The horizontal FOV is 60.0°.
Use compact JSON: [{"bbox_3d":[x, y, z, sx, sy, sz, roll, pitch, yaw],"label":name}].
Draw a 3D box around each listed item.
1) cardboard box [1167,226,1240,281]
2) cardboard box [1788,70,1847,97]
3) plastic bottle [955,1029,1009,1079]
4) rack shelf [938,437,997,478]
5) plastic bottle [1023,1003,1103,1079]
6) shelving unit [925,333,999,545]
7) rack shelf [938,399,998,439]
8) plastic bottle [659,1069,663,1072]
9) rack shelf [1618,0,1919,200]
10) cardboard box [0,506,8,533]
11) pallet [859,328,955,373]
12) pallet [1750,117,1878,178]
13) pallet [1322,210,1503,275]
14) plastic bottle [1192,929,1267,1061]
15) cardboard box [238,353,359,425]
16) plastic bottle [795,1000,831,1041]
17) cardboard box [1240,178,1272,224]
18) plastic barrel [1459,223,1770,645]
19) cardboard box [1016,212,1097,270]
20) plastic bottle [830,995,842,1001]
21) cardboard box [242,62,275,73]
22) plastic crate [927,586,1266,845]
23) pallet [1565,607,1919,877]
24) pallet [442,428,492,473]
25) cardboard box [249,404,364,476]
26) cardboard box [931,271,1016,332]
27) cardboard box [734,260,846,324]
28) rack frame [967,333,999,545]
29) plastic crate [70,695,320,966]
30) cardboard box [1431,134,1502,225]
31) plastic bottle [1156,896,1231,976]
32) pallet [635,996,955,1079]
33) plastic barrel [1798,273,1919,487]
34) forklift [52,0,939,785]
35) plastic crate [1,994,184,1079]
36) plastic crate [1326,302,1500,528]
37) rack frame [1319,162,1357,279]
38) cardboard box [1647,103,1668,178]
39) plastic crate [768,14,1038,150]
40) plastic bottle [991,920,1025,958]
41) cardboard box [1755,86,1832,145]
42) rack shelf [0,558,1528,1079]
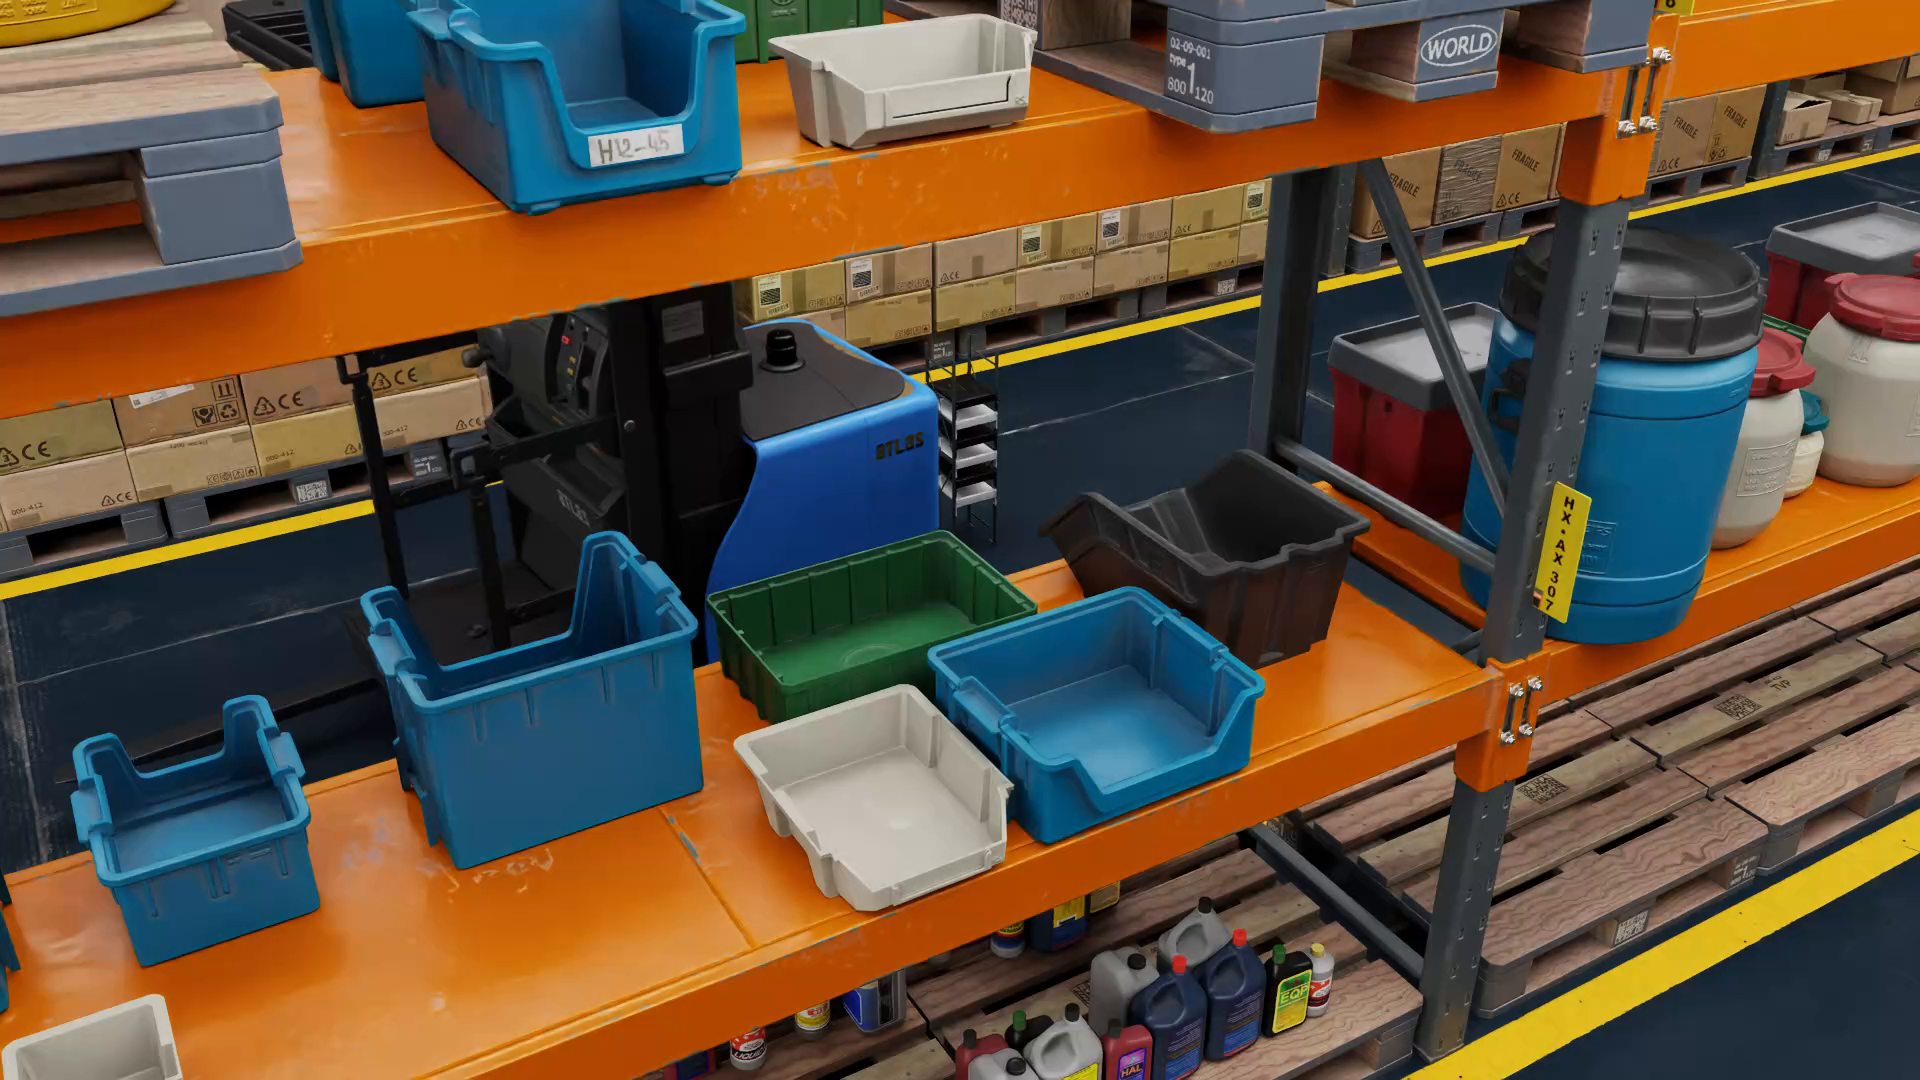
[{"bbox_3d":[1.275,-1.746,9.720,0.500,0.250,0.500,-16,33,-27],"label":"cardboard box"},{"bbox_3d":[6.490,-3.560,12.923,0.500,0.311,0.500,-16,33,-26],"label":"cardboard box"},{"bbox_3d":[0.055,1.314,4.121,0.133,0.283,0.061,-16,33,-26],"label":"plastic bottle"},{"bbox_3d":[0.007,-0.367,7.052,0.200,0.077,0.258,-16,33,-26],"label":"rack shelf"},{"bbox_3d":[0.252,1.291,4.093,0.185,0.351,0.144,-16,33,-27],"label":"plastic bottle"},{"bbox_3d":[0.007,-0.396,7.036,0.210,0.900,0.258,-16,33,-26],"label":"shelving unit"},{"bbox_3d":[0.007,-0.524,6.965,0.200,0.077,0.258,-16,33,-26],"label":"rack shelf"},{"bbox_3d":[-0.751,1.216,4.305,0.135,0.276,0.152,-16,33,-26],"label":"plastic bottle"},{"bbox_3d":[2.830,-1.568,4.627,4.000,0.370,1.077,-16,33,-26],"label":"rack shelf"},{"bbox_3d":[-4.275,-0.184,6.890,0.500,0.250,0.500,-16,33,-26],"label":"cardboard box"},{"bbox_3d":[-0.786,-1.121,9.062,1.213,0.211,1.003,-16,33,-26],"label":"pallet"},{"bbox_3d":[6.089,-3.050,12.558,1.213,0.211,1.003,-16,33,-26],"label":"pallet"},{"bbox_3d":[2.711,-2.070,10.782,1.213,0.211,1.003,-16,33,-26],"label":"pallet"},{"bbox_3d":[0.696,1.165,4.322,0.185,0.351,0.144,-17,33,-28],"label":"plastic bottle"},{"bbox_3d":[-2.980,-0.879,7.373,0.500,0.500,0.500,-16,33,-26],"label":"cardboard box"},{"bbox_3d":[-0.392,1.212,4.390,0.097,0.201,0.097,0,29,0],"label":"plastic bottle"},{"bbox_3d":[1.721,-2.119,9.815,0.500,0.311,0.500,-15,32,-25],"label":"cardboard box"},{"bbox_3d":[1.592,-0.268,4.113,0.708,0.901,0.600,-16,33,-26],"label":"plastic barrel"},{"bbox_3d":[0.406,-1.745,9.137,0.500,0.311,0.500,-15,32,-25],"label":"cardboard box"},{"bbox_3d":[-0.330,1.062,4.508,0.185,0.351,0.144,-16,33,-27],"label":"plastic bottle"},{"bbox_3d":[-2.850,-1.940,6.886,0.250,0.149,0.380,-15,32,-25],"label":"cardboard box"},{"bbox_3d":[0.289,0.369,3.631,0.616,0.251,0.499,-16,33,-26],"label":"plastic crate"},{"bbox_3d":[2.816,0.632,5.887,1.213,0.211,1.003,-16,33,-26],"label":"pallet"},{"bbox_3d":[-2.108,-0.747,8.384,1.213,0.211,1.003,-16,33,-26],"label":"pallet"},{"bbox_3d":[-2.981,-0.551,7.555,0.500,0.250,0.500,-16,33,-26],"label":"cardboard box"},{"bbox_3d":[-0.041,-1.373,9.044,0.500,0.250,0.500,-17,33,-28],"label":"cardboard box"},{"bbox_3d":[-0.919,-1.368,8.455,0.500,0.311,0.500,-16,33,-26],"label":"cardboard box"},{"bbox_3d":[0.095,-0.421,7.081,0.006,0.900,0.240,-16,33,-26],"label":"rack frame"},{"bbox_3d":[-1.501,0.560,3.284,0.408,0.251,0.499,-16,33,-26],"label":"plastic crate"},{"bbox_3d":[3.033,-2.345,10.526,0.500,0.500,0.500,-17,33,-28],"label":"cardboard box"},{"bbox_3d":[0.623,1.104,4.430,0.185,0.351,0.144,-16,33,-26],"label":"plastic bottle"},{"bbox_3d":[-0.548,1.588,4.154,1.213,0.211,1.003,-16,33,-26],"label":"pallet"},{"bbox_3d":[2.674,-0.462,4.843,0.433,0.535,0.433,0,29,0],"label":"plastic barrel"},{"bbox_3d":[-1.545,-0.638,5.373,3.031,2.935,1.130,-20,35,-32],"label":"forklift"},{"bbox_3d":[-1.409,0.929,2.735,0.250,0.136,0.298,-16,33,-26],"label":"plastic crate"},{"bbox_3d":[1.368,-0.354,4.721,0.583,0.464,0.402,-16,33,-26],"label":"plastic crate"},{"bbox_3d":[2.048,-3.124,9.806,0.127,3.000,1.000,-16,33,-26],"label":"rack frame"},{"bbox_3d":[4.353,-2.721,11.208,0.500,0.500,0.500,-15,32,-26],"label":"cardboard box"},{"bbox_3d":[-0.074,-0.717,2.613,0.396,0.136,0.243,-16,33,-26],"label":"plastic crate"},{"bbox_3d":[0.135,1.032,4.644,0.097,0.271,0.097,0,29,0],"label":"plastic bottle"},{"bbox_3d":[5.968,-3.131,12.147,0.500,0.311,0.500,-16,33,-26],"label":"cardboard box"},{"bbox_3d":[-0.619,0.724,3.578,4.000,0.370,1.077,-16,33,-26],"label":"rack shelf"}]
